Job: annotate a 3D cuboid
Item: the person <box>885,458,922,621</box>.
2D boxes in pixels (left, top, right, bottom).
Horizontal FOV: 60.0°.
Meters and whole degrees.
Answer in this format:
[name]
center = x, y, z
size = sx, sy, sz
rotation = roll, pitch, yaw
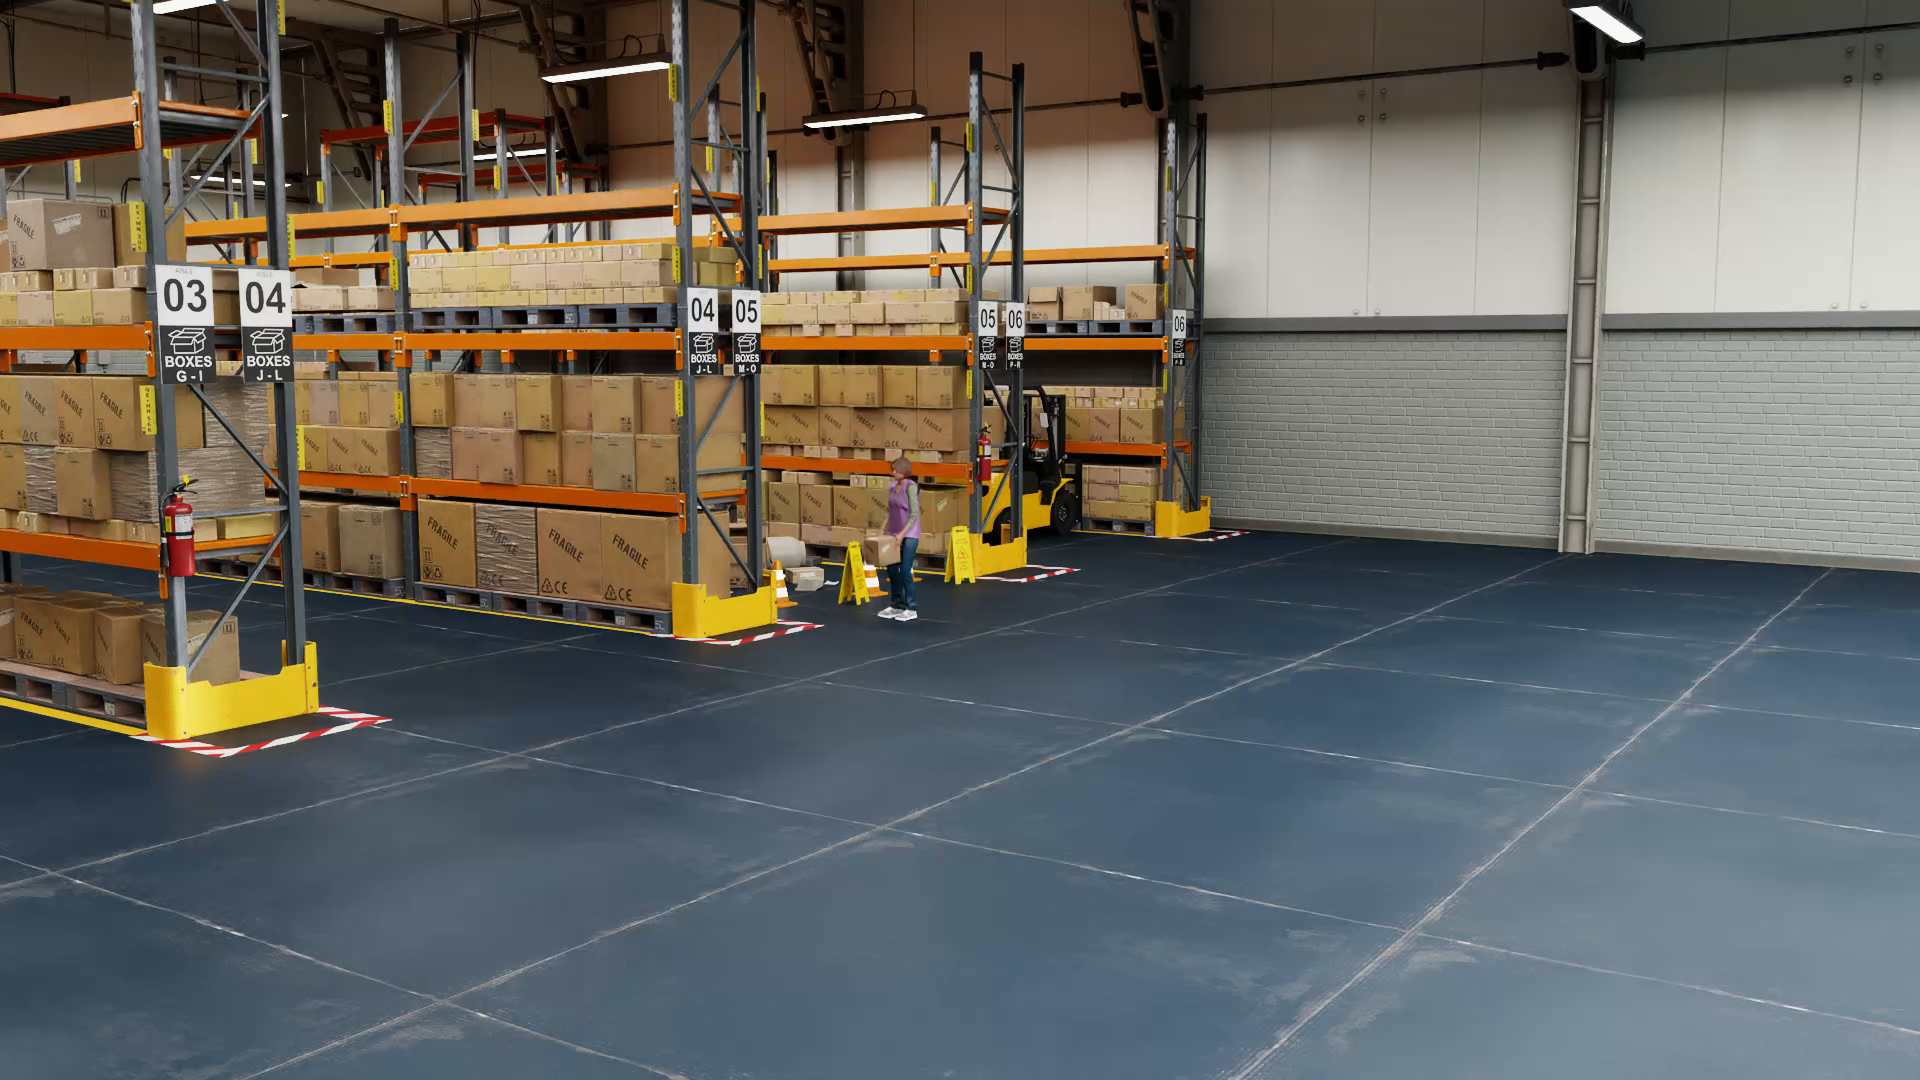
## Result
[person]
center = -0.567, -0.014, 16.334
size = 0.347, 1.590, 0.468
rotation = -6, 9, -40
